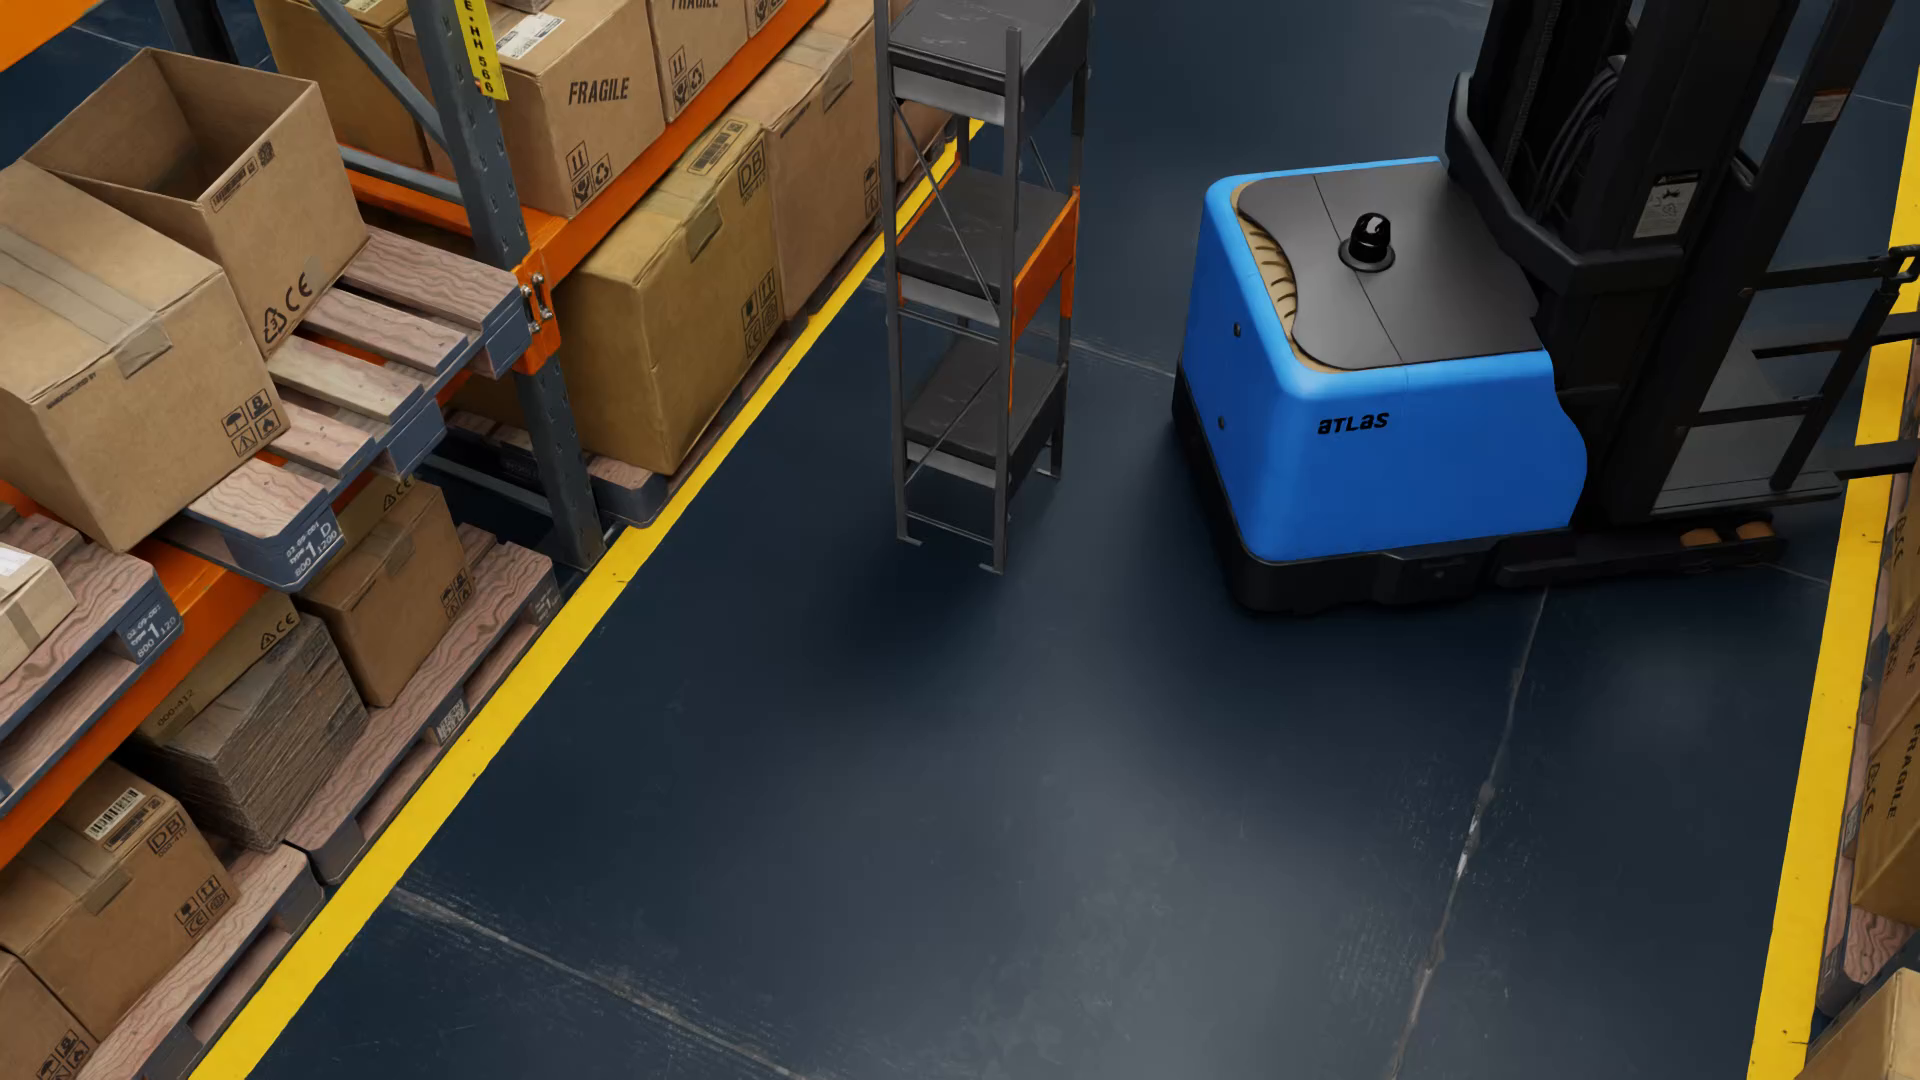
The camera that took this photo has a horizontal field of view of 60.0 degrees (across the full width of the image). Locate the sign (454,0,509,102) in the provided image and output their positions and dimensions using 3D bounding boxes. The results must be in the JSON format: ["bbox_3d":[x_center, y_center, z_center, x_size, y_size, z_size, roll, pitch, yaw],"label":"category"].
[{"bbox_3d":[-1.195,-1.239,4.126,0.100,0.325,0.005,20,52,16],"label":"sign"}]

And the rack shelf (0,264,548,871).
[{"bbox_3d":[-2.544,0.551,3.784,1.077,0.370,4.000,20,52,16],"label":"rack shelf"}]

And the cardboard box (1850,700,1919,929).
[{"bbox_3d":[2.796,0.760,4.499,0.500,0.500,0.500,20,52,16],"label":"cardboard box"}]

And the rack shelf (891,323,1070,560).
[{"bbox_3d":[0.071,-0.332,5.591,0.431,0.518,0.480,20,52,16],"label":"rack shelf"}]

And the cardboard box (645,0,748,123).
[{"bbox_3d":[-1.018,-1.693,5.156,0.500,0.500,0.500,19,52,15],"label":"cardboard box"}]

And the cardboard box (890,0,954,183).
[{"bbox_3d":[-0.617,-2.198,6.770,1.225,0.875,0.875,18,52,15],"label":"cardboard box"}]

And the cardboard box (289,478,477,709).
[{"bbox_3d":[-1.958,0.076,5.068,0.700,0.500,0.500,17,52,14],"label":"cardboard box"}]

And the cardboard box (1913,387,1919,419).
[{"bbox_3d":[3.680,-0.669,5.715,0.500,0.500,0.500,22,53,18],"label":"cardboard box"}]

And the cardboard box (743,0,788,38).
[{"bbox_3d":[-0.802,-2.047,5.457,0.500,0.500,0.500,19,52,15],"label":"cardboard box"}]

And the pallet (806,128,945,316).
[{"bbox_3d":[-0.763,-1.511,6.897,1.003,0.211,1.213,20,52,16],"label":"pallet"}]

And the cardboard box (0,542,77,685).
[{"bbox_3d":[-2.158,0.085,3.521,0.396,0.266,0.258,18,52,15],"label":"cardboard box"}]

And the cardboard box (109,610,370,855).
[{"bbox_3d":[-2.184,0.462,4.739,0.700,0.500,0.500,16,51,13],"label":"cardboard box"}]

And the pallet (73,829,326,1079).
[{"bbox_3d":[-2.548,1.219,4.574,1.003,0.211,1.213,20,52,16],"label":"pallet"}]

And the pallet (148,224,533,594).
[{"bbox_3d":[-1.898,-0.471,4.308,1.213,0.211,1.003,20,52,16],"label":"pallet"}]

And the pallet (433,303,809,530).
[{"bbox_3d":[-1.285,-0.674,6.185,1.003,0.211,1.213,20,52,16],"label":"pallet"}]

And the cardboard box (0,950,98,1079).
[{"bbox_3d":[-2.658,1.239,4.078,0.700,0.500,0.500,16,51,13],"label":"cardboard box"}]

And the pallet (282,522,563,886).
[{"bbox_3d":[-2.025,0.382,5.286,1.003,0.211,1.213,20,52,16],"label":"pallet"}]

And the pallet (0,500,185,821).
[{"bbox_3d":[-2.499,0.380,3.583,1.003,0.211,1.213,20,52,16],"label":"pallet"}]

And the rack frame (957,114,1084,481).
[{"bbox_3d":[0.175,-0.962,5.190,0.400,2.100,0.015,20,52,16],"label":"rack frame"}]

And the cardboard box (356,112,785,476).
[{"bbox_3d":[-1.376,-0.975,5.729,1.225,0.875,0.875,18,52,14],"label":"cardboard box"}]

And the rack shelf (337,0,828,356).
[{"bbox_3d":[-0.836,-2.203,6.127,1.077,0.370,4.000,20,52,16],"label":"rack shelf"}]

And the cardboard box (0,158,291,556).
[{"bbox_3d":[-2.033,-0.426,3.801,0.700,0.500,0.500,27,55,21],"label":"cardboard box"}]

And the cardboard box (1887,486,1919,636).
[{"bbox_3d":[3.233,0.034,5.117,0.500,0.500,0.500,18,52,14],"label":"cardboard box"}]

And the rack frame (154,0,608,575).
[{"bbox_3d":[-1.690,-1.059,4.682,1.000,3.000,0.127,20,52,16],"label":"rack frame"}]

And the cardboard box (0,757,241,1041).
[{"bbox_3d":[-2.420,0.855,4.405,0.700,0.500,0.500,24,54,19],"label":"cardboard box"}]

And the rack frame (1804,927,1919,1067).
[{"bbox_3d":[2.751,0.624,3.249,1.000,3.000,0.127,20,52,16],"label":"rack frame"}]

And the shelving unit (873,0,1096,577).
[{"bbox_3d":[0.071,-0.794,5.047,0.431,2.100,0.503,20,52,16],"label":"shelving unit"}]

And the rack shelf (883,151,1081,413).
[{"bbox_3d":[0.071,-0.786,5.058,0.431,0.518,0.480,20,52,16],"label":"rack shelf"}]

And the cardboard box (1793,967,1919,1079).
[{"bbox_3d":[2.410,1.607,3.614,1.050,0.750,0.750,19,52,16],"label":"cardboard box"}]

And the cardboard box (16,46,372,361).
[{"bbox_3d":[-1.885,-0.843,4.156,0.500,0.500,0.500,14,51,12],"label":"cardboard box"}]

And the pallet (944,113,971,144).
[{"bbox_3d":[-0.243,-2.354,7.614,1.003,0.211,1.213,20,52,16],"label":"pallet"}]

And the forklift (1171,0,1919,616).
[{"bbox_3d":[2.333,-1.229,4.872,3.031,2.935,1.130,-7,50,-6],"label":"forklift"}]

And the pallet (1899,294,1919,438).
[{"bbox_3d":[4.129,-0.690,6.198,1.003,0.211,1.213,20,52,16],"label":"pallet"}]

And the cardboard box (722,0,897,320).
[{"bbox_3d":[-0.989,-1.586,6.250,1.225,0.875,0.875,20,52,16],"label":"cardboard box"}]

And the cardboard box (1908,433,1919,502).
[{"bbox_3d":[3.469,-0.304,5.404,0.500,0.500,0.500,21,53,17],"label":"cardboard box"}]

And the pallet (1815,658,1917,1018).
[{"bbox_3d":[3.087,0.990,4.769,1.003,0.211,1.213,20,52,16],"label":"pallet"}]

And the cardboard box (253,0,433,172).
[{"bbox_3d":[-1.703,-1.512,5.001,0.500,0.500,0.500,21,53,17],"label":"cardboard box"}]

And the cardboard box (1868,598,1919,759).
[{"bbox_3d":[3.021,0.404,4.802,0.500,0.500,0.500,22,53,18],"label":"cardboard box"}]

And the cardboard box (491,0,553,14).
[{"bbox_3d":[-1.363,-1.915,4.685,0.797,0.503,0.637,21,53,17],"label":"cardboard box"}]

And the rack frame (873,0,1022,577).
[{"bbox_3d":[-0.034,-0.626,4.904,0.400,2.100,0.015,20,52,16],"label":"rack frame"}]

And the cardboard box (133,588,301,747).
[{"bbox_3d":[-2.167,0.205,4.466,0.500,0.250,0.500,25,54,20],"label":"cardboard box"}]

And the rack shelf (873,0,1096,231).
[{"bbox_3d":[0.071,-1.239,4.525,0.431,0.518,0.480,20,52,16],"label":"rack shelf"}]

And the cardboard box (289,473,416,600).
[{"bbox_3d":[-1.949,-0.163,4.780,0.500,0.250,0.500,22,53,18],"label":"cardboard box"}]

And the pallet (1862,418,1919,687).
[{"bbox_3d":[3.609,0.153,5.481,1.003,0.211,1.213,20,52,16],"label":"pallet"}]

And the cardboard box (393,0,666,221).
[{"bbox_3d":[-1.236,-1.338,4.853,0.500,0.500,0.500,21,53,17],"label":"cardboard box"}]
